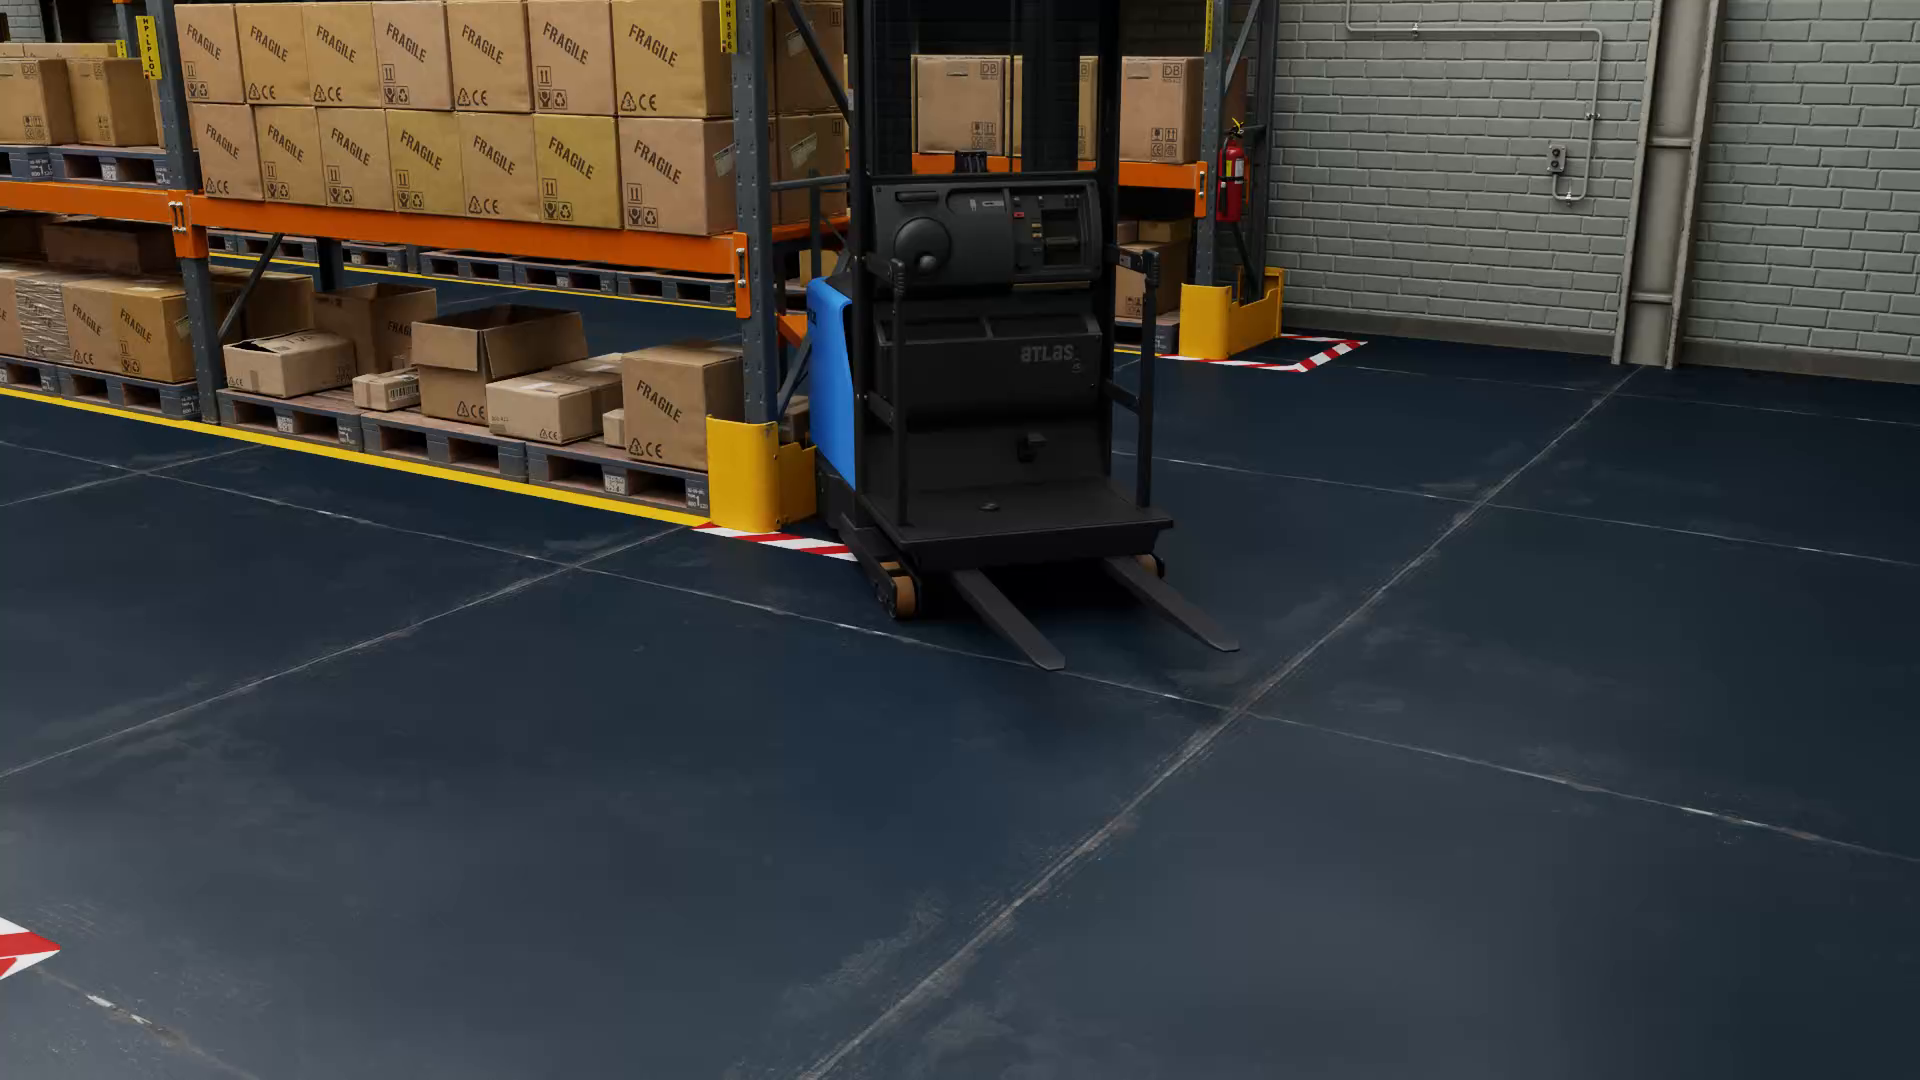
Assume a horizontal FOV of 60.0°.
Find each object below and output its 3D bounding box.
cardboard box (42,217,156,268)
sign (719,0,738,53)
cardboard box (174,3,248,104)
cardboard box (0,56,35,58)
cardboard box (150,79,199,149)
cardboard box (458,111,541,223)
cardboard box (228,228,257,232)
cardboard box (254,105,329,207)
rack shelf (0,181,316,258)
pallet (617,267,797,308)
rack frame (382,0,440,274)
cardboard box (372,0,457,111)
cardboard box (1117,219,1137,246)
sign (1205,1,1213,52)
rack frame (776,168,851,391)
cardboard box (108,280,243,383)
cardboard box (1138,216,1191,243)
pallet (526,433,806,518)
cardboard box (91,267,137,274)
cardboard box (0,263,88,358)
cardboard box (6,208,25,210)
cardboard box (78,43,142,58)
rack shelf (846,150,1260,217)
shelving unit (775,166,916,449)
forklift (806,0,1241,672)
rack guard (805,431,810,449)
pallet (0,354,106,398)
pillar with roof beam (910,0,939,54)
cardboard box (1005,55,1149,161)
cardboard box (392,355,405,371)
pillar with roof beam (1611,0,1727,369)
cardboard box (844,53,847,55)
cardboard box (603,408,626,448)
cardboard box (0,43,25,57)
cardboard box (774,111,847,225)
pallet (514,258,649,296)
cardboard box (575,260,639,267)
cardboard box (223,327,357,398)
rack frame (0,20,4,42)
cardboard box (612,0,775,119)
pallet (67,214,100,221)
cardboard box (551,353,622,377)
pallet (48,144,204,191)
[{"bbox_3d":[-5.626,-1.959,10.925,0.500,0.250,0.500,10,19,29],"label":"cardboard box"},{"bbox_3d":[-0.960,-2.186,6.882,0.005,0.325,0.100,10,20,30],"label":"sign"},{"bbox_3d":[-3.807,-2.609,8.917,0.500,0.500,0.500,11,20,31],"label":"cardboard box"},{"bbox_3d":[-6.195,-2.827,10.632,0.500,0.500,0.700,15,22,40],"label":"cardboard box"},{"bbox_3d":[-4.348,-2.600,9.886,0.500,0.500,0.700,4,17,12],"label":"cardboard box"},{"bbox_3d":[-2.043,-1.819,8.038,0.500,0.500,0.500,10,20,30],"label":"cardboard box"},{"bbox_3d":[-7.186,-3.509,17.315,0.500,0.500,0.700,10,19,29],"label":"cardboard box"},{"bbox_3d":[-3.332,-2.050,8.796,0.500,0.500,0.500,11,20,31],"label":"cardboard box"},{"bbox_3d":[-5.765,-2.184,10.648,4.000,0.370,1.077,10,20,30],"label":"rack shelf"},{"bbox_3d":[-2.169,-2.216,14.313,1.213,0.211,1.003,10,20,30],"label":"pallet"},{"bbox_3d":[-4.880,-4.060,15.586,0.127,3.000,1.000,10,20,30],"label":"rack frame"},{"bbox_3d":[-2.489,-2.374,8.143,0.500,0.500,0.500,11,20,32],"label":"cardboard box"},{"bbox_3d":[1.083,-2.214,11.972,0.250,0.149,0.380,10,19,29],"label":"cardboard box"},{"bbox_3d":[1.641,-3.378,10.941,0.005,0.325,0.100,10,20,30],"label":"sign"},{"bbox_3d":[-0.725,-1.309,8.853,0.500,1.500,0.032,-5,18,-15],"label":"rack frame"},{"bbox_3d":[-4.632,-1.243,9.855,0.500,0.500,0.500,10,20,30],"label":"cardboard box"},{"bbox_3d":[1.499,-2.270,12.157,0.250,0.149,0.380,10,20,30],"label":"cardboard box"},{"bbox_3d":[-1.397,-0.414,8.381,1.213,0.211,1.003,10,20,30],"label":"pallet"},{"bbox_3d":[-5.228,-1.529,10.796,0.500,0.500,0.500,10,20,31],"label":"cardboard box"},{"bbox_3d":[-5.910,-1.473,10.613,0.500,0.500,0.500,9,19,28],"label":"cardboard box"},{"bbox_3d":[-10.669,-3.986,19.213,0.500,0.311,0.500,12,21,35],"label":"cardboard box"},{"bbox_3d":[-8.854,-4.960,17.483,0.500,0.500,0.500,10,20,30],"label":"cardboard box"},{"bbox_3d":[0.232,-2.803,12.686,4.000,0.370,1.077,10,20,30],"label":"rack shelf"},{"bbox_3d":[-0.591,-1.162,8.395,0.587,1.500,1.083,-5,18,-15],"label":"shelving unit"},{"bbox_3d":[0.175,-1.227,6.379,1.130,2.935,3.031,-5,18,-16],"label":"forklift"},{"bbox_3d":[-0.460,-0.420,8.129,0.587,0.250,0.087,-5,18,-15],"label":"rack guard"},{"bbox_3d":[-5.818,-1.189,10.934,1.213,0.211,1.003,10,20,30],"label":"pallet"},{"bbox_3d":[-2.676,-5.363,9.555,0.400,9.000,9.100,10,20,30],"label":"pillar with roof beam"},{"bbox_3d":[0.871,-3.170,12.138,0.700,0.700,0.980,10,20,30],"label":"cardboard box"},{"bbox_3d":[-3.076,-1.012,9.699,0.250,0.149,0.380,10,20,30],"label":"cardboard box"},{"bbox_3d":[2.437,-4.451,6.551,0.400,9.000,9.100,10,20,30],"label":"pillar with roof beam"},{"bbox_3d":[-1.018,-3.508,13.254,0.700,0.700,0.980,10,20,31],"label":"cardboard box"},{"bbox_3d":[-1.543,-0.576,8.234,0.250,0.166,0.380,10,20,30],"label":"cardboard box"},{"bbox_3d":[-10.149,-5.193,18.249,0.500,0.500,0.500,11,20,32],"label":"cardboard box"},{"bbox_3d":[-0.893,-1.796,7.961,0.500,0.500,0.500,11,20,31],"label":"cardboard box"},{"bbox_3d":[-3.213,-2.401,14.923,1.213,0.211,1.003,10,20,30],"label":"pallet"},{"bbox_3d":[-2.853,-2.825,14.496,0.750,0.750,0.750,11,20,32],"label":"cardboard box"},{"bbox_3d":[-3.817,-1.031,9.482,0.500,0.311,0.500,10,20,30],"label":"cardboard box"},{"bbox_3d":[-11.697,-5.277,19.592,0.127,3.000,1.000,10,20,30],"label":"rack frame"},{"bbox_3d":[-1.176,-2.141,7.378,0.500,0.500,0.500,10,20,30],"label":"cardboard box"},{"bbox_3d":[-9.923,-3.613,18.911,1.213,0.211,1.003,10,20,30],"label":"pallet"},{"bbox_3d":[-1.820,-0.815,8.879,0.500,0.250,0.500,10,20,30],"label":"cardboard box"},{"bbox_3d":[-4.685,-2.281,10.059,1.213,0.211,1.003,10,20,30],"label":"pallet"}]
